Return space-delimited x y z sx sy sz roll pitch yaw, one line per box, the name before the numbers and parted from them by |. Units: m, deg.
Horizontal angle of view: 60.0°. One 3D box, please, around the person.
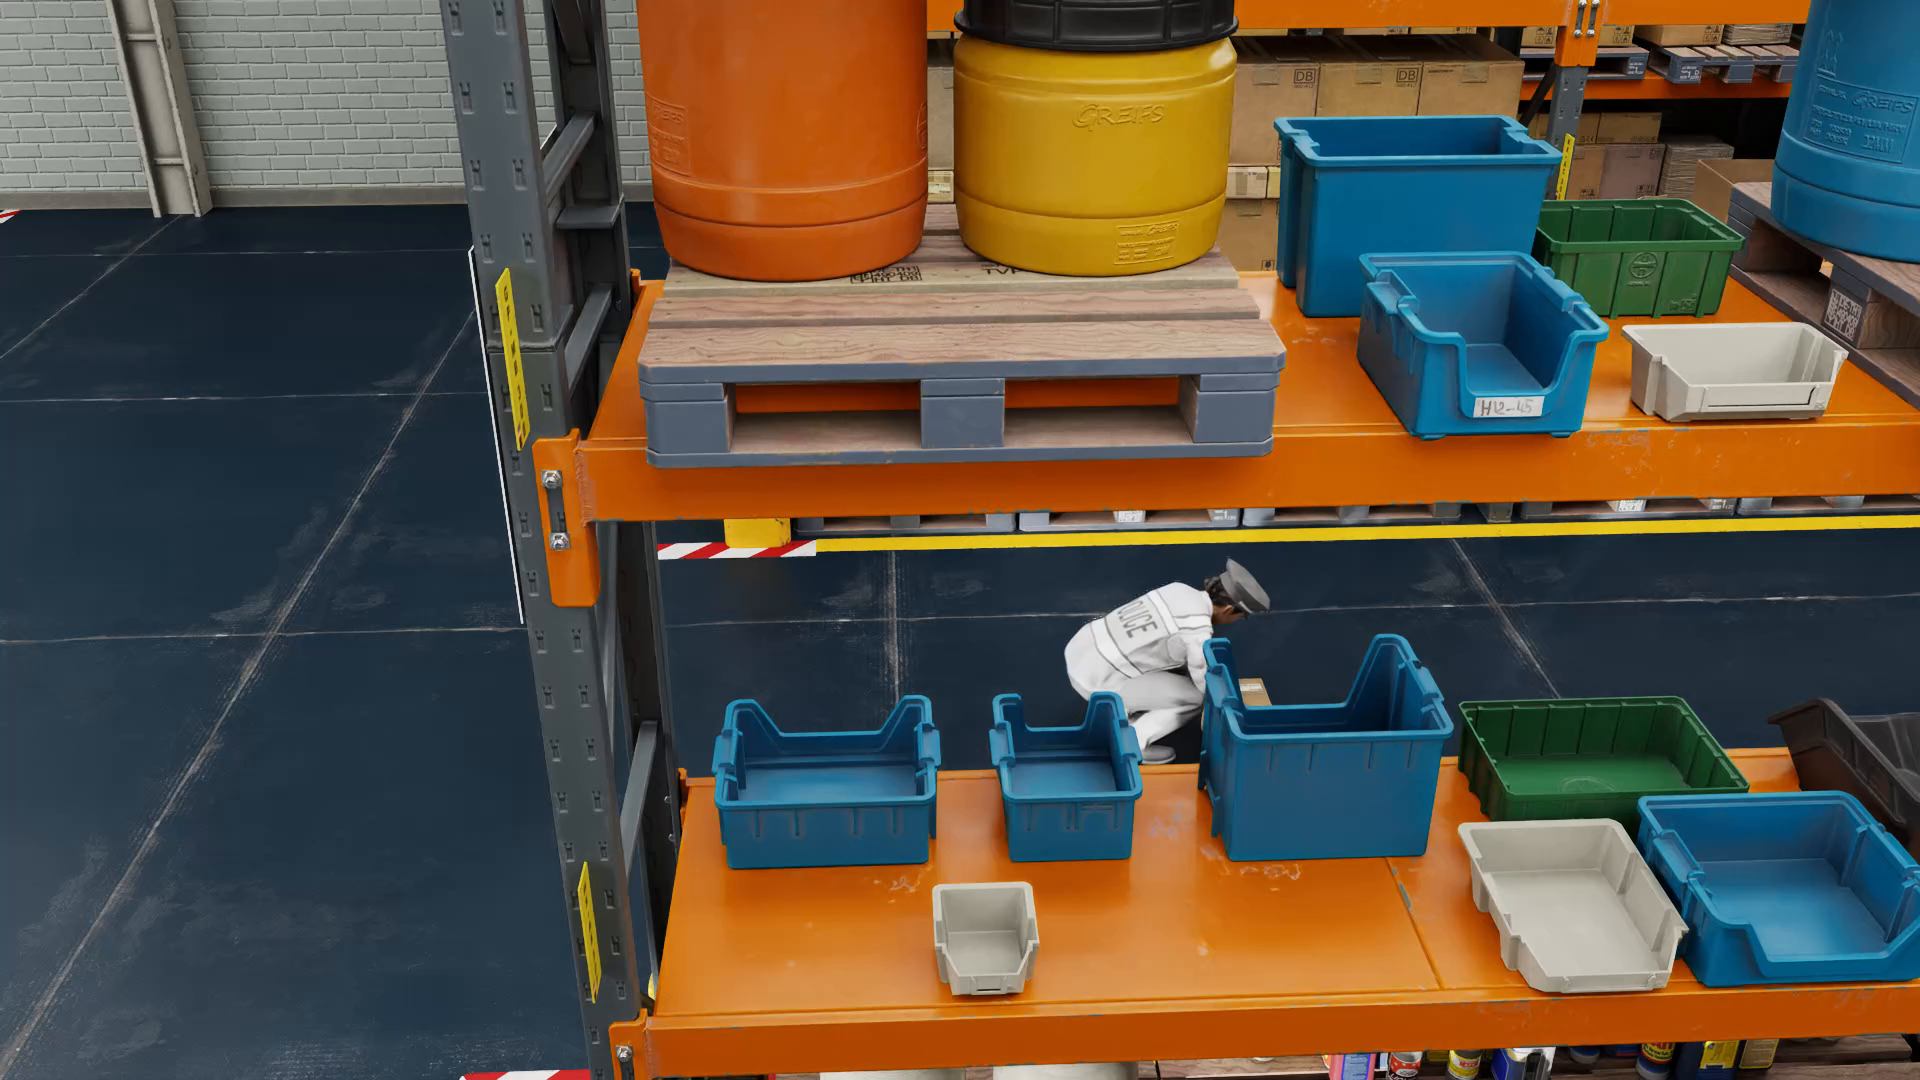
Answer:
person | 0.873 0.509 7.031 0.858 0.857 0.471 -1 28 -2
